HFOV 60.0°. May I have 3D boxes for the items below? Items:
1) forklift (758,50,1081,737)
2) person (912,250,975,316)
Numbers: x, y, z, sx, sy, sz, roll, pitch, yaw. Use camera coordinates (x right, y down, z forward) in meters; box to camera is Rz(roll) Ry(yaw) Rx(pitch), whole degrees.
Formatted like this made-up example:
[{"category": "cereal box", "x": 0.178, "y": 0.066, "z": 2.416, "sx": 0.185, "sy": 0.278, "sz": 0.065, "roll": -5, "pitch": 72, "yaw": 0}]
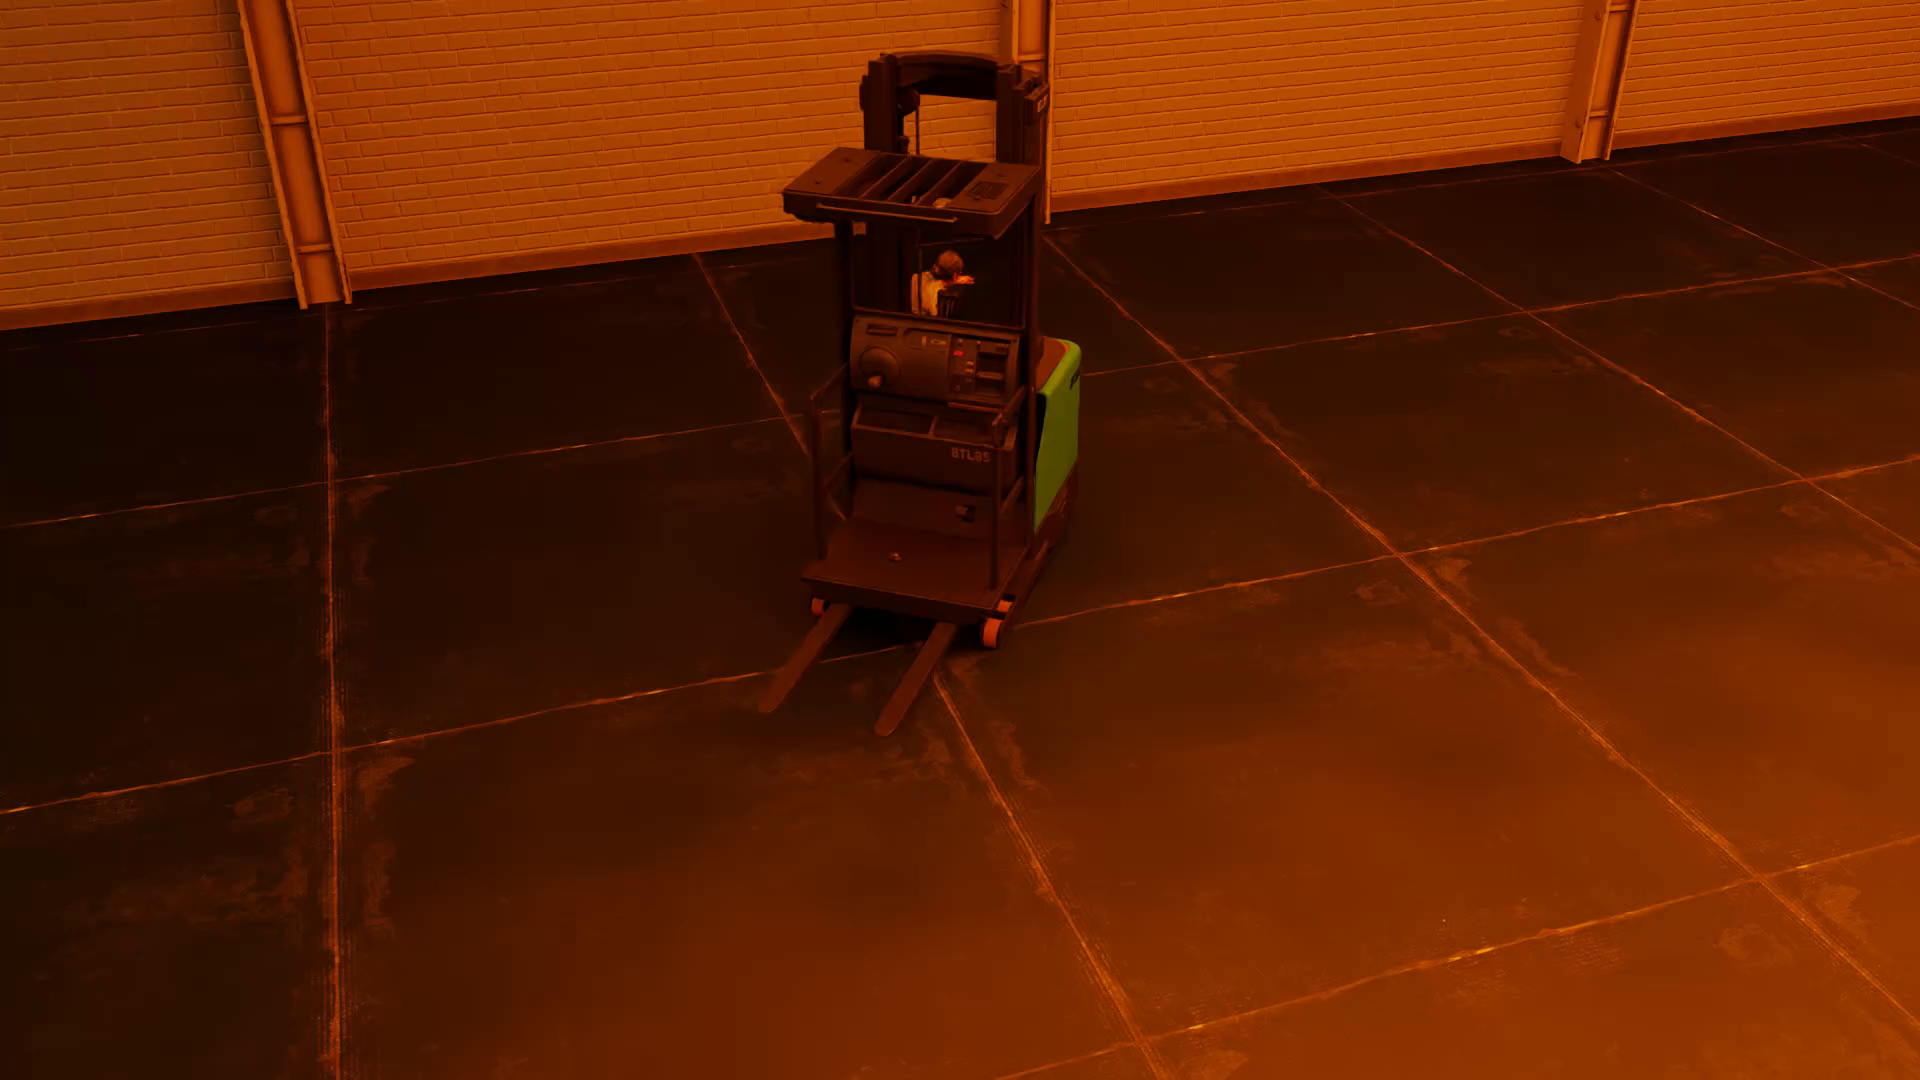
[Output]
[{"category": "forklift", "x": -0.203, "y": -0.907, "z": 8.663, "sx": 1.130, "sy": 2.935, "sz": 3.031, "roll": 9, "pitch": 31, "yaw": 16}, {"category": "person", "x": -0.023, "y": -1.120, "z": 10.605, "sx": 0.806, "sy": 1.410, "sz": 1.359, "roll": -12, "pitch": 32, "yaw": -20}]
